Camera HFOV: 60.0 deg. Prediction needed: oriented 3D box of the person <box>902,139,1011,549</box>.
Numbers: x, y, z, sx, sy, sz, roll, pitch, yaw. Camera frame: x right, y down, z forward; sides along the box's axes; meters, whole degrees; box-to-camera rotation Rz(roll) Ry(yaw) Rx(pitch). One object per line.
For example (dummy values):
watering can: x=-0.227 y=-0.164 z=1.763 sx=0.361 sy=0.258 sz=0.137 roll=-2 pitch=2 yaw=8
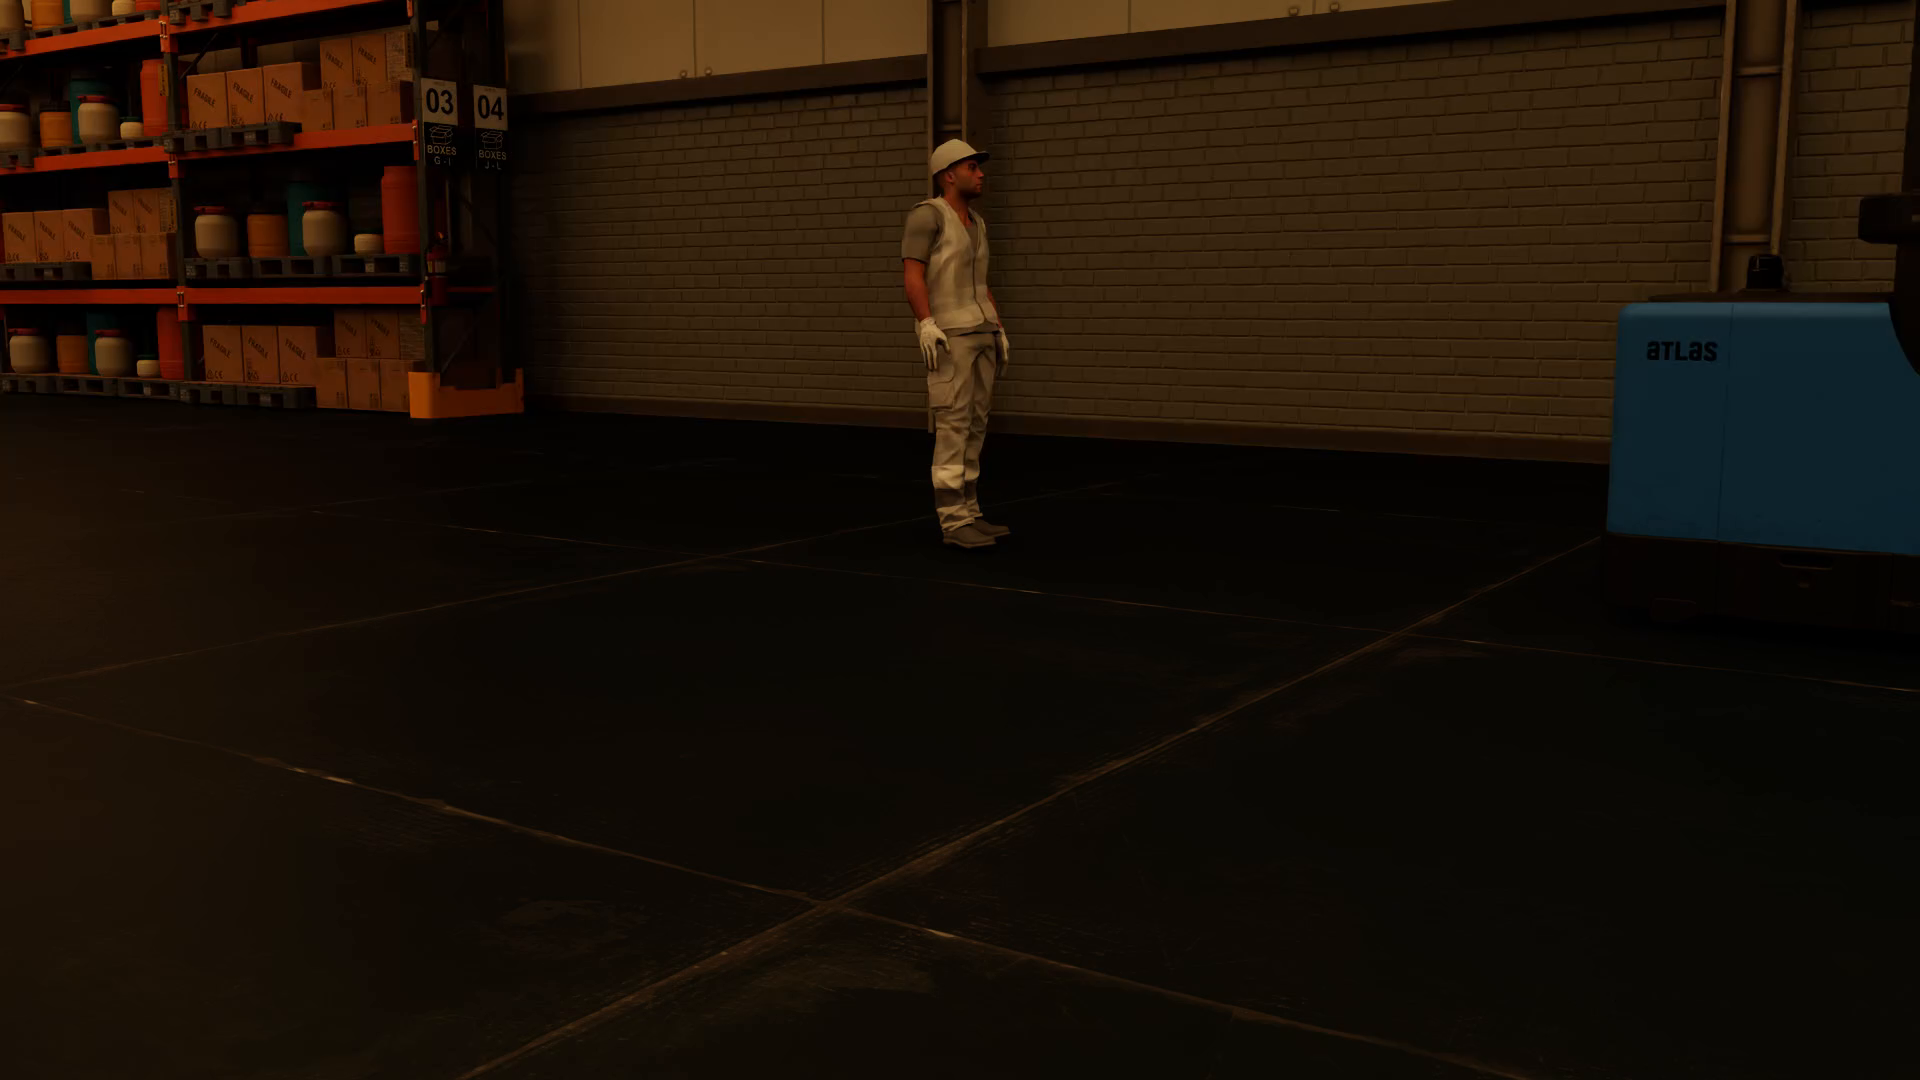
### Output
person: x=0.059 y=-0.885 z=7.422 sx=0.564 sy=1.787 sz=0.637 roll=5 pitch=10 yaw=34

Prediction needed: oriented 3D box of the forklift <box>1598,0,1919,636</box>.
forklift: x=3.682 y=-1.114 z=5.025 sx=3.031 sy=2.935 sz=1.130 roll=5 pitch=10 yaw=32
